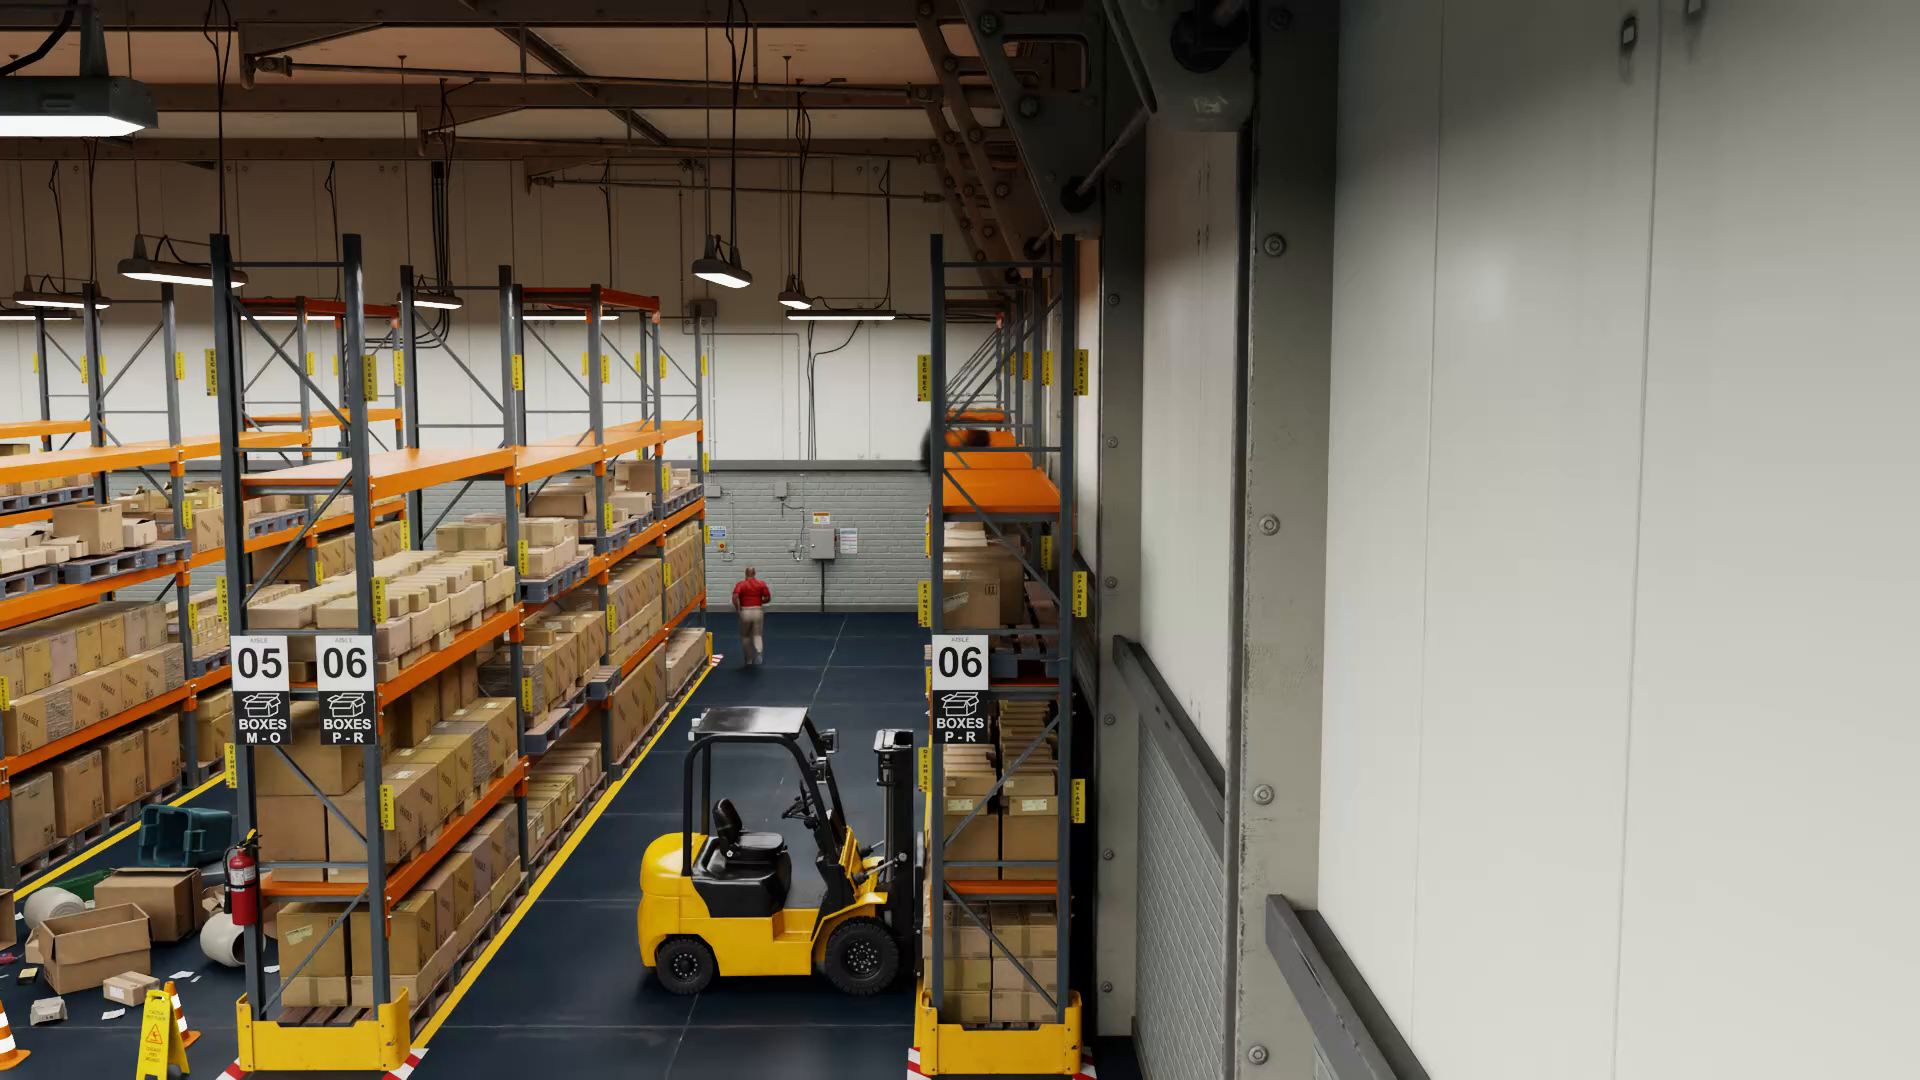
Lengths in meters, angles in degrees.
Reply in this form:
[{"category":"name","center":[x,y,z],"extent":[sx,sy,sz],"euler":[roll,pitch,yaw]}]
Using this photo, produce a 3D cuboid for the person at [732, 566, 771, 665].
[{"category":"person","center":[-3.469,1.277,27.594],"extent":[0.658,1.705,0.883],"euler":[-1,6,-13]}]
